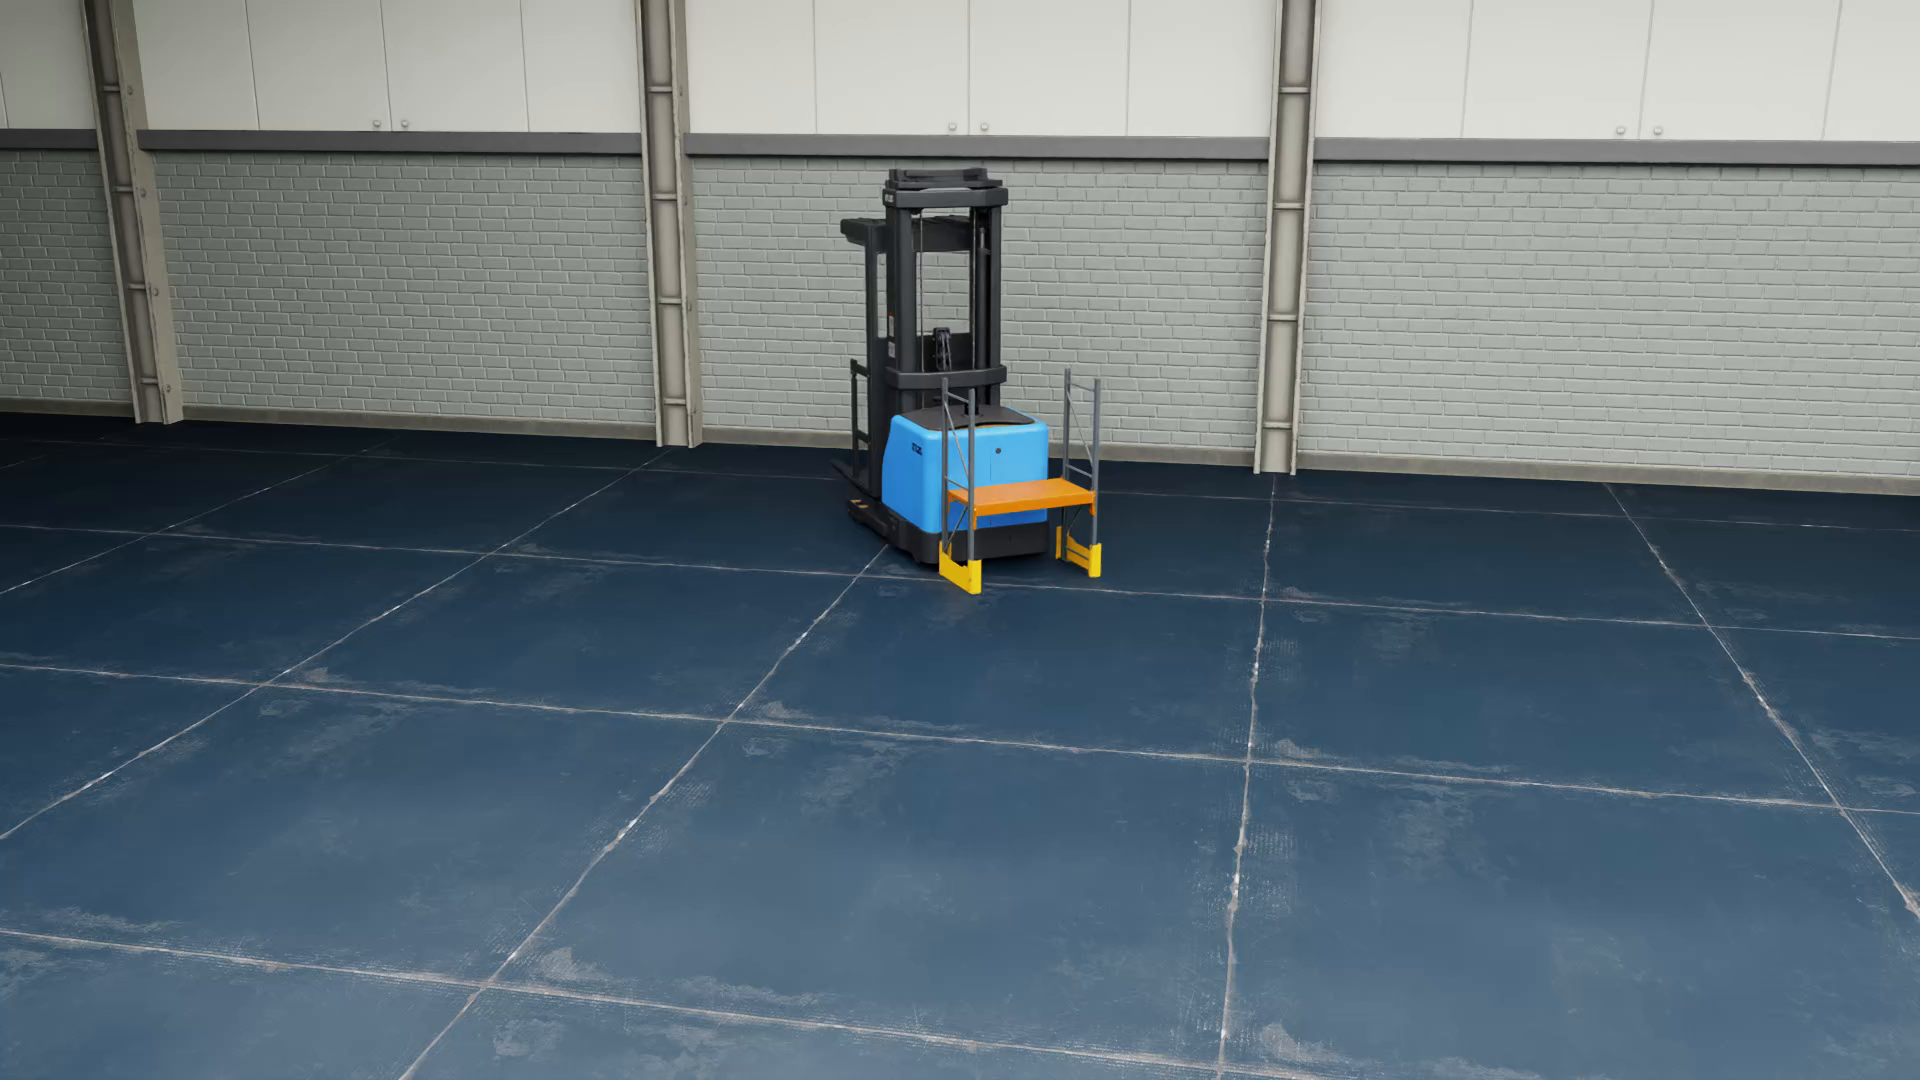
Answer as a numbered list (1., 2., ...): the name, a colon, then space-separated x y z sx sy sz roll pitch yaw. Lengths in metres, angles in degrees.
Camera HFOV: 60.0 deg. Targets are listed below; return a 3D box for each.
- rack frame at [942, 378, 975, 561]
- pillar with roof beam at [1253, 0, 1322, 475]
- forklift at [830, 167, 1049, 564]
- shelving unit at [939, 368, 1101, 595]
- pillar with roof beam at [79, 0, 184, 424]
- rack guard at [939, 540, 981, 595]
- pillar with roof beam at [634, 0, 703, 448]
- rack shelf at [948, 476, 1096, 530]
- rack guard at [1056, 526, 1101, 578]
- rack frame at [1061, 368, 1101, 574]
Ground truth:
1. rack frame: -0.016 -0.400 12.116 0.032 1.500 0.500 -7 18 -24
2. pillar with roof beam: 2.153 -3.876 10.627 0.400 9.000 9.100 3 16 11
3. forklift: -0.323 -1.581 13.709 1.130 2.935 3.031 -6 17 -21
4. shelving unit: 0.453 -0.458 12.327 1.083 1.500 0.587 -7 18 -24
5. pillar with roof beam: -9.607 -4.514 12.931 0.400 9.000 9.100 3 16 11
6. rack guard: -0.001 0.199 12.296 0.087 0.250 0.587 -7 18 -24
7. pillar with roof beam: -3.727 -4.195 11.779 0.400 9.000 9.100 3 16 11
8. rack shelf: 0.444 -0.284 12.373 1.000 0.185 0.538 -7 18 -24
9. rack guard: 0.902 0.086 12.701 0.087 0.250 0.587 -7 18 -24
10. rack frame: 0.905 -0.515 12.530 0.032 1.500 0.500 -7 18 -24
